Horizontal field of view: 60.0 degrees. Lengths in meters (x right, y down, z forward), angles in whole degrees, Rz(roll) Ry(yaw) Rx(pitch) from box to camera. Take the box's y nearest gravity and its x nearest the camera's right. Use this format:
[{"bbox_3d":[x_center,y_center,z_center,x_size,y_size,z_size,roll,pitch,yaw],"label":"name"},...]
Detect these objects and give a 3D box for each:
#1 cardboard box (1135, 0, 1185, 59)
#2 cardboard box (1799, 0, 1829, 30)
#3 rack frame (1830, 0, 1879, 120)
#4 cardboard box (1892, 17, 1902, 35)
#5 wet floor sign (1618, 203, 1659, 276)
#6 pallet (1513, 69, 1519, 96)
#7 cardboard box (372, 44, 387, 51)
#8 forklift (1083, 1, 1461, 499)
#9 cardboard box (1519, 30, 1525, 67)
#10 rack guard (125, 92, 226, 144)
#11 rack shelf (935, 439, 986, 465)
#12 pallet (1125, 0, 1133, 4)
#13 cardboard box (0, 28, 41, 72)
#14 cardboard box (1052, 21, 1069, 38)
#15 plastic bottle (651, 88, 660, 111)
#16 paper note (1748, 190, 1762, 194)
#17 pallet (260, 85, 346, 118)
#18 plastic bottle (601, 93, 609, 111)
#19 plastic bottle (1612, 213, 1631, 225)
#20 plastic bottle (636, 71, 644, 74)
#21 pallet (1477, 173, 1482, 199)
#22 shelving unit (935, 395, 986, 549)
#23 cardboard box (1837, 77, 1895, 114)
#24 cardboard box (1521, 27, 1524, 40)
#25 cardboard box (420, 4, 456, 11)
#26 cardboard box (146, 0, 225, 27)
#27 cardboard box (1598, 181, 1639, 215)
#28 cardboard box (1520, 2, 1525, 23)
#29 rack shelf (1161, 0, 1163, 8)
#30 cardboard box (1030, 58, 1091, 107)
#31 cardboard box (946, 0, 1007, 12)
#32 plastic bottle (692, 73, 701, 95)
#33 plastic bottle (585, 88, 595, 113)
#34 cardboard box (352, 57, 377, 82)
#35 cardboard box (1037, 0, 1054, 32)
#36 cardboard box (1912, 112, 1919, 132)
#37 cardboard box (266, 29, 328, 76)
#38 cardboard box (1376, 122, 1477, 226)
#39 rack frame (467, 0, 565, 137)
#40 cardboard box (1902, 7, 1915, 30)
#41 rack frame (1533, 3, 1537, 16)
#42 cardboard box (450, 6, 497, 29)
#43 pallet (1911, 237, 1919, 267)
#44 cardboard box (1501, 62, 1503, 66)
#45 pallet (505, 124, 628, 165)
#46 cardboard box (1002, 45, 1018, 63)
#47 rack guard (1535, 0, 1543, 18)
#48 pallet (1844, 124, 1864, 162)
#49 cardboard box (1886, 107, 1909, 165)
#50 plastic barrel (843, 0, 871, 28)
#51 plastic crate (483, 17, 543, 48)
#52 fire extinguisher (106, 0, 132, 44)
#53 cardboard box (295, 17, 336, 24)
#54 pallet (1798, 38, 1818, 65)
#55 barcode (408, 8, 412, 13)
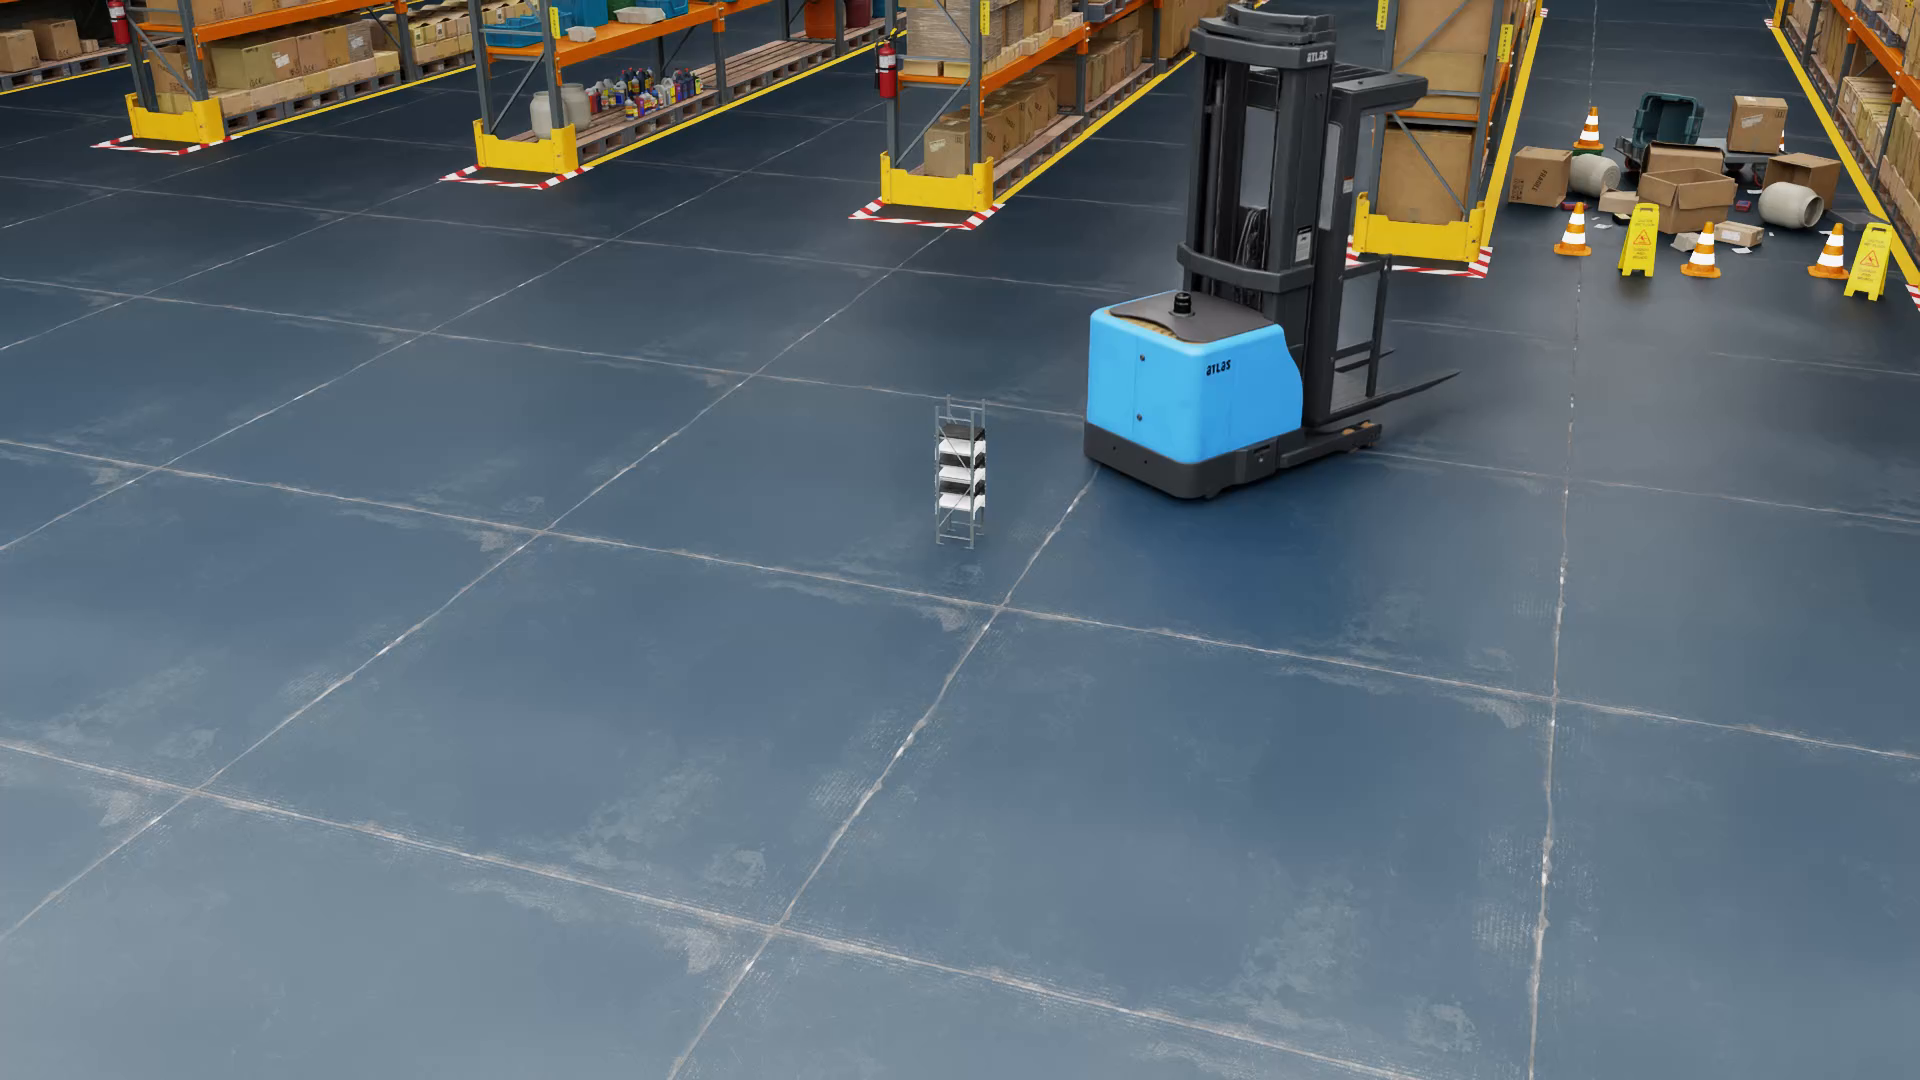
[{"bbox_3d":[2.643,-7.682,24.631,1.225,0.875,0.875,7,27,15],"label":"cardboard box"},{"bbox_3d":[13.979,-8.392,26.599,0.875,0.438,0.875,9,27,19],"label":"cardboard box"},{"bbox_3d":[11.739,-6.732,20.712,1.000,3.000,0.127,9,27,17],"label":"rack frame"},{"bbox_3d":[10.475,-5.633,18.248,0.380,0.149,0.250,8,27,17],"label":"cardboard box"},{"bbox_3d":[6.233,-2.762,15.214,0.267,0.644,0.232,4,26,8],"label":"wet floor sign"},{"bbox_3d":[7.299,-6.474,23.379,1.003,0.211,1.213,9,27,17],"label":"pallet"},{"bbox_3d":[-8.413,-7.127,24.202,0.500,0.250,0.500,8,27,17],"label":"cardboard box"},{"bbox_3d":[2.316,-2.084,11.190,3.031,2.935,1.130,-19,31,-33],"label":"forklift"},{"bbox_3d":[7.677,-6.933,23.514,0.500,0.500,0.500,9,27,18],"label":"cardboard box"},{"bbox_3d":[-9.617,-5.185,20.385,1.175,0.500,0.348,9,27,17],"label":"rack guard"},{"bbox_3d":[0.003,-0.540,9.997,0.258,0.077,0.200,9,27,17],"label":"rack shelf"},{"bbox_3d":[1.774,-7.263,22.029,1.003,0.211,1.213,9,27,17],"label":"pallet"},{"bbox_3d":[-13.485,-6.909,23.441,0.700,0.500,0.500,7,27,14],"label":"cardboard box"},{"bbox_3d":[1.058,-5.967,19.420,0.380,0.149,0.250,9,27,17],"label":"cardboard box"},{"bbox_3d":[-3.827,-5.535,20.866,0.097,0.271,0.097,0,26,0],"label":"plastic bottle"},{"bbox_3d":[8.623,-3.781,18.025,0.148,0.019,0.142,9,27,17],"label":"paper note"},{"bbox_3d":[-8.986,-5.885,22.162,1.003,0.211,1.213,9,27,17],"label":"pallet"},{"bbox_3d":[-4.462,-5.503,20.879,0.097,0.201,0.097,0,26,0],"label":"plastic bottle"},{"bbox_3d":[6.741,-3.282,16.958,0.133,0.061,0.283,0,26,-1],"label":"plastic bottle"},{"bbox_3d":[-4.209,-6.011,21.844,0.152,0.276,0.135,10,27,19],"label":"plastic bottle"},{"bbox_3d":[4.975,-3.705,17.660,1.003,0.211,1.213,9,27,17],"label":"pallet"},{"bbox_3d":[0.003,-0.408,10.061,0.258,0.900,0.210,9,27,17],"label":"shelving unit"},{"bbox_3d":[11.541,-5.508,20.716,0.950,0.372,0.625,7,27,14],"label":"cardboard box"},{"bbox_3d":[7.495,-7.058,22.911,0.500,0.250,0.500,8,27,15],"label":"cardboard box"},{"bbox_3d":[-7.907,-8.001,25.362,0.500,0.311,0.500,8,27,17],"label":"cardboard box"},{"bbox_3d":[-9.442,-6.555,20.231,0.700,0.500,0.500,9,27,17],"label":"cardboard box"},{"bbox_3d":[6.871,-3.560,17.299,0.396,0.266,0.258,14,29,26],"label":"cardboard box"},{"bbox_3d":[6.640,-6.608,20.341,0.500,0.500,0.500,9,27,18],"label":"cardboard box"},{"bbox_3d":[3.059,-8.667,25.534,1.077,0.370,4.000,9,27,17],"label":"rack shelf"},{"bbox_3d":[1.287,-5.847,21.249,0.700,0.500,0.500,7,27,13],"label":"cardboard box"},{"bbox_3d":[0.172,-5.697,16.971,0.500,0.500,0.500,9,27,17],"label":"cardboard box"},{"bbox_3d":[-3.457,-5.973,21.757,0.061,0.283,0.133,10,28,20],"label":"plastic bottle"},{"bbox_3d":[-4.632,-5.490,20.767,0.152,0.276,0.135,9,27,18],"label":"plastic bottle"},{"bbox_3d":[-8.402,-6.489,22.882,0.500,0.250,0.500,9,27,17],"label":"cardboard box"},{"bbox_3d":[0.584,-6.108,18.967,0.875,0.500,0.500,9,27,17],"label":"cardboard box"},{"bbox_3d":[9.603,-4.101,16.346,0.380,0.149,0.250,10,28,20],"label":"cardboard box"},{"bbox_3d":[-8.719,-6.413,21.865,0.500,0.500,0.500,9,27,17],"label":"cardboard box"},{"bbox_3d":[4.539,-3.642,16.286,0.875,0.875,0.875,9,27,18],"label":"cardboard box"},{"bbox_3d":[-4.939,-5.600,18.374,1.000,3.000,0.127,9,27,17],"label":"rack frame"},{"bbox_3d":[10.345,-5.679,17.600,0.500,0.500,0.500,8,27,16],"label":"cardboard box"},{"bbox_3d":[9.700,-10.696,28.899,1.000,3.000,0.127,9,27,17],"label":"rack frame"},{"bbox_3d":[-7.395,-7.933,25.222,0.500,0.311,0.500,10,27,19],"label":"cardboard box"},{"bbox_3d":[9.406,-2.549,15.273,1.003,0.211,1.213,9,27,17],"label":"pallet"},{"bbox_3d":[5.433,-5.449,17.891,0.875,0.550,0.550,9,27,17],"label":"cardboard box"},{"bbox_3d":[-4.683,-4.716,19.748,1.003,0.211,1.213,9,27,17],"label":"pallet"},{"bbox_3d":[0.403,-5.259,17.958,0.380,0.149,0.250,9,27,17],"label":"cardboard box"},{"bbox_3d":[9.674,-9.540,29.379,1.175,0.500,0.348,9,27,17],"label":"rack guard"},{"bbox_3d":[11.070,-4.656,19.625,1.003,0.211,1.213,9,27,17],"label":"pallet"},{"bbox_3d":[9.957,-4.174,17.241,0.500,0.500,0.500,10,28,20],"label":"cardboard box"},{"bbox_3d":[-1.754,-8.659,26.976,0.600,0.588,0.708,9,27,17],"label":"plastic barrel"},{"bbox_3d":[-5.055,-5.782,18.920,0.499,0.251,0.616,9,27,17],"label":"plastic crate"},{"bbox_3d":[-10.086,-6.304,19.916,0.296,0.674,0.183,9,27,17],"label":"fire extinguisher"},{"bbox_3d":[-8.886,-6.901,22.873,0.500,0.500,0.500,9,27,17],"label":"cardboard box"},{"bbox_3d":[13.397,-7.422,25.337,1.003,0.211,1.213,9,27,17],"label":"pallet"},{"bbox_3d":[-7.800,-7.513,23.587,0.001,0.075,0.075,9,27,17],"label":"barcode"}]
